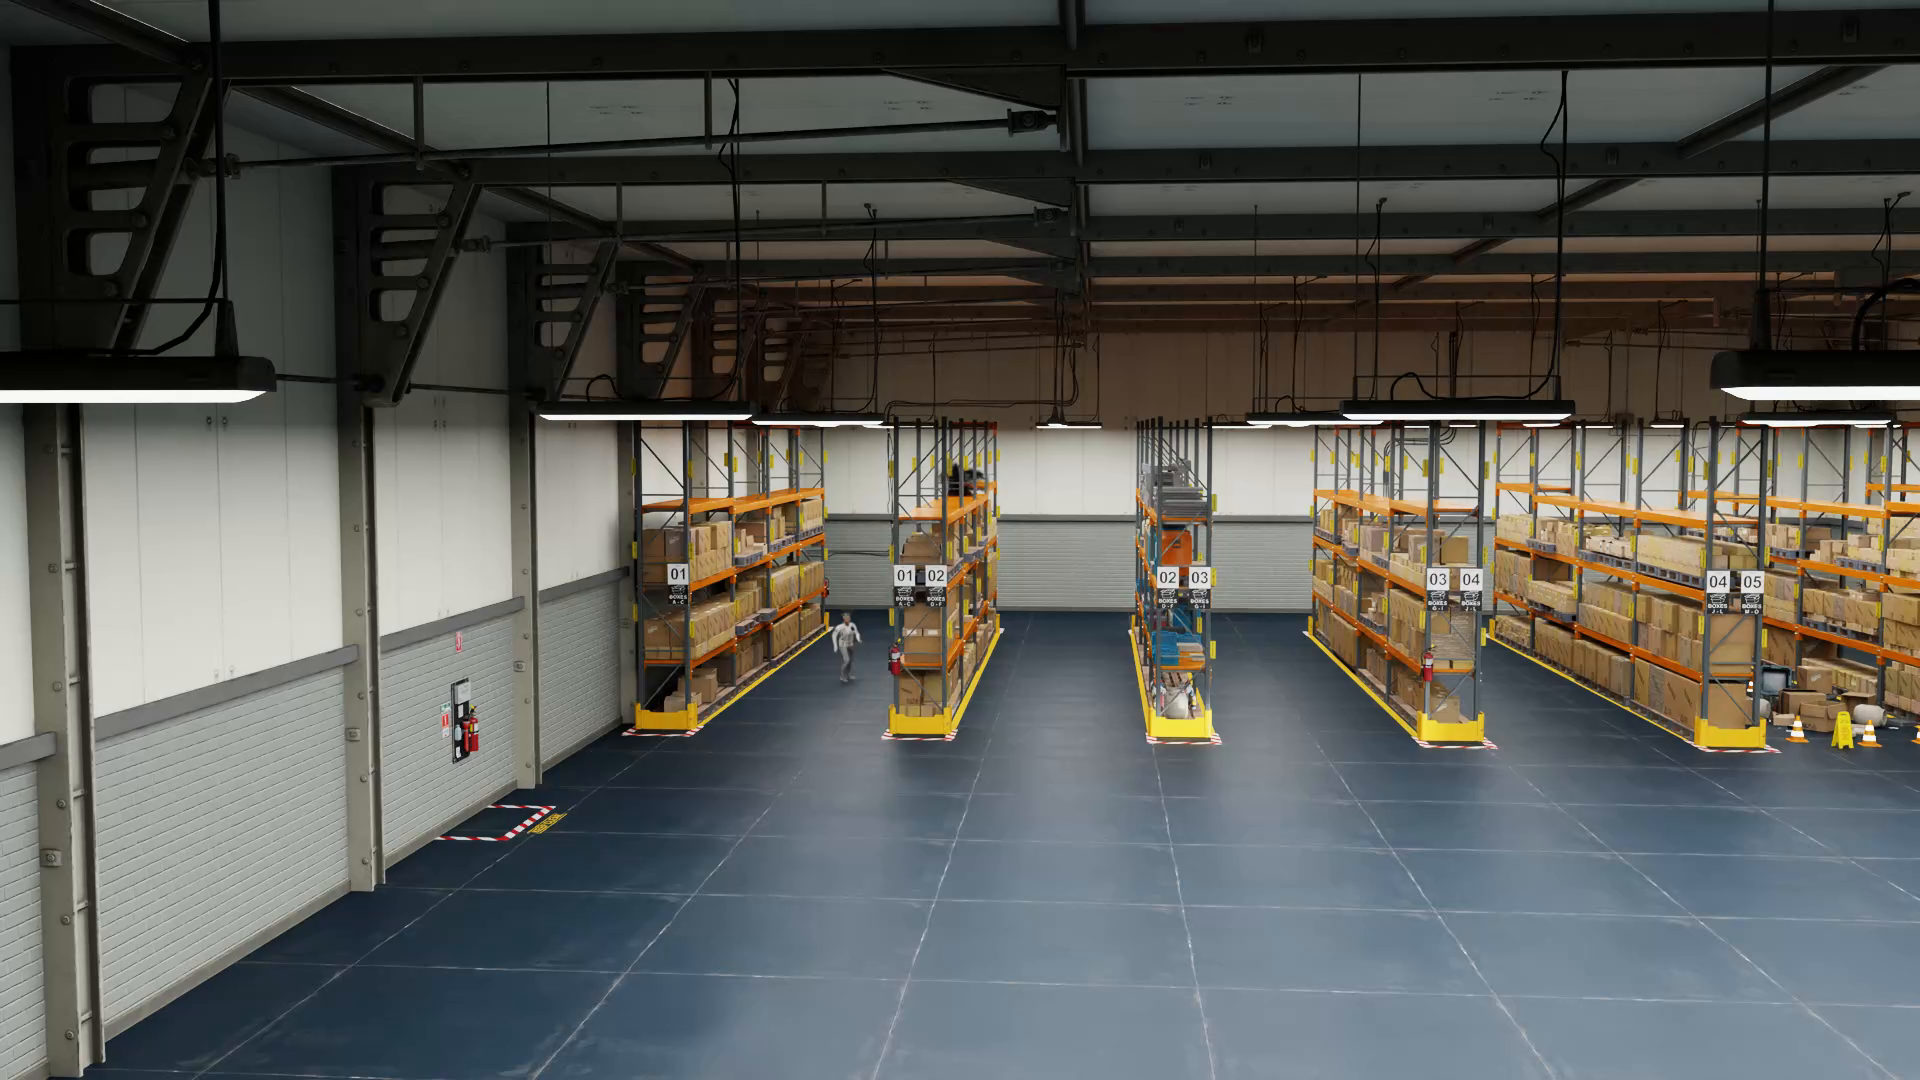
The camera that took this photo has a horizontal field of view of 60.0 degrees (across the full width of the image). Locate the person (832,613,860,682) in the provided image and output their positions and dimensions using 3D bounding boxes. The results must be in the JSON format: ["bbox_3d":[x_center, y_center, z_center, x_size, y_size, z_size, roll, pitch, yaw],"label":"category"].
[{"bbox_3d":[-2.558,2.468,38.103,0.622,1.644,0.782,-3,5,-39],"label":"person"}]
